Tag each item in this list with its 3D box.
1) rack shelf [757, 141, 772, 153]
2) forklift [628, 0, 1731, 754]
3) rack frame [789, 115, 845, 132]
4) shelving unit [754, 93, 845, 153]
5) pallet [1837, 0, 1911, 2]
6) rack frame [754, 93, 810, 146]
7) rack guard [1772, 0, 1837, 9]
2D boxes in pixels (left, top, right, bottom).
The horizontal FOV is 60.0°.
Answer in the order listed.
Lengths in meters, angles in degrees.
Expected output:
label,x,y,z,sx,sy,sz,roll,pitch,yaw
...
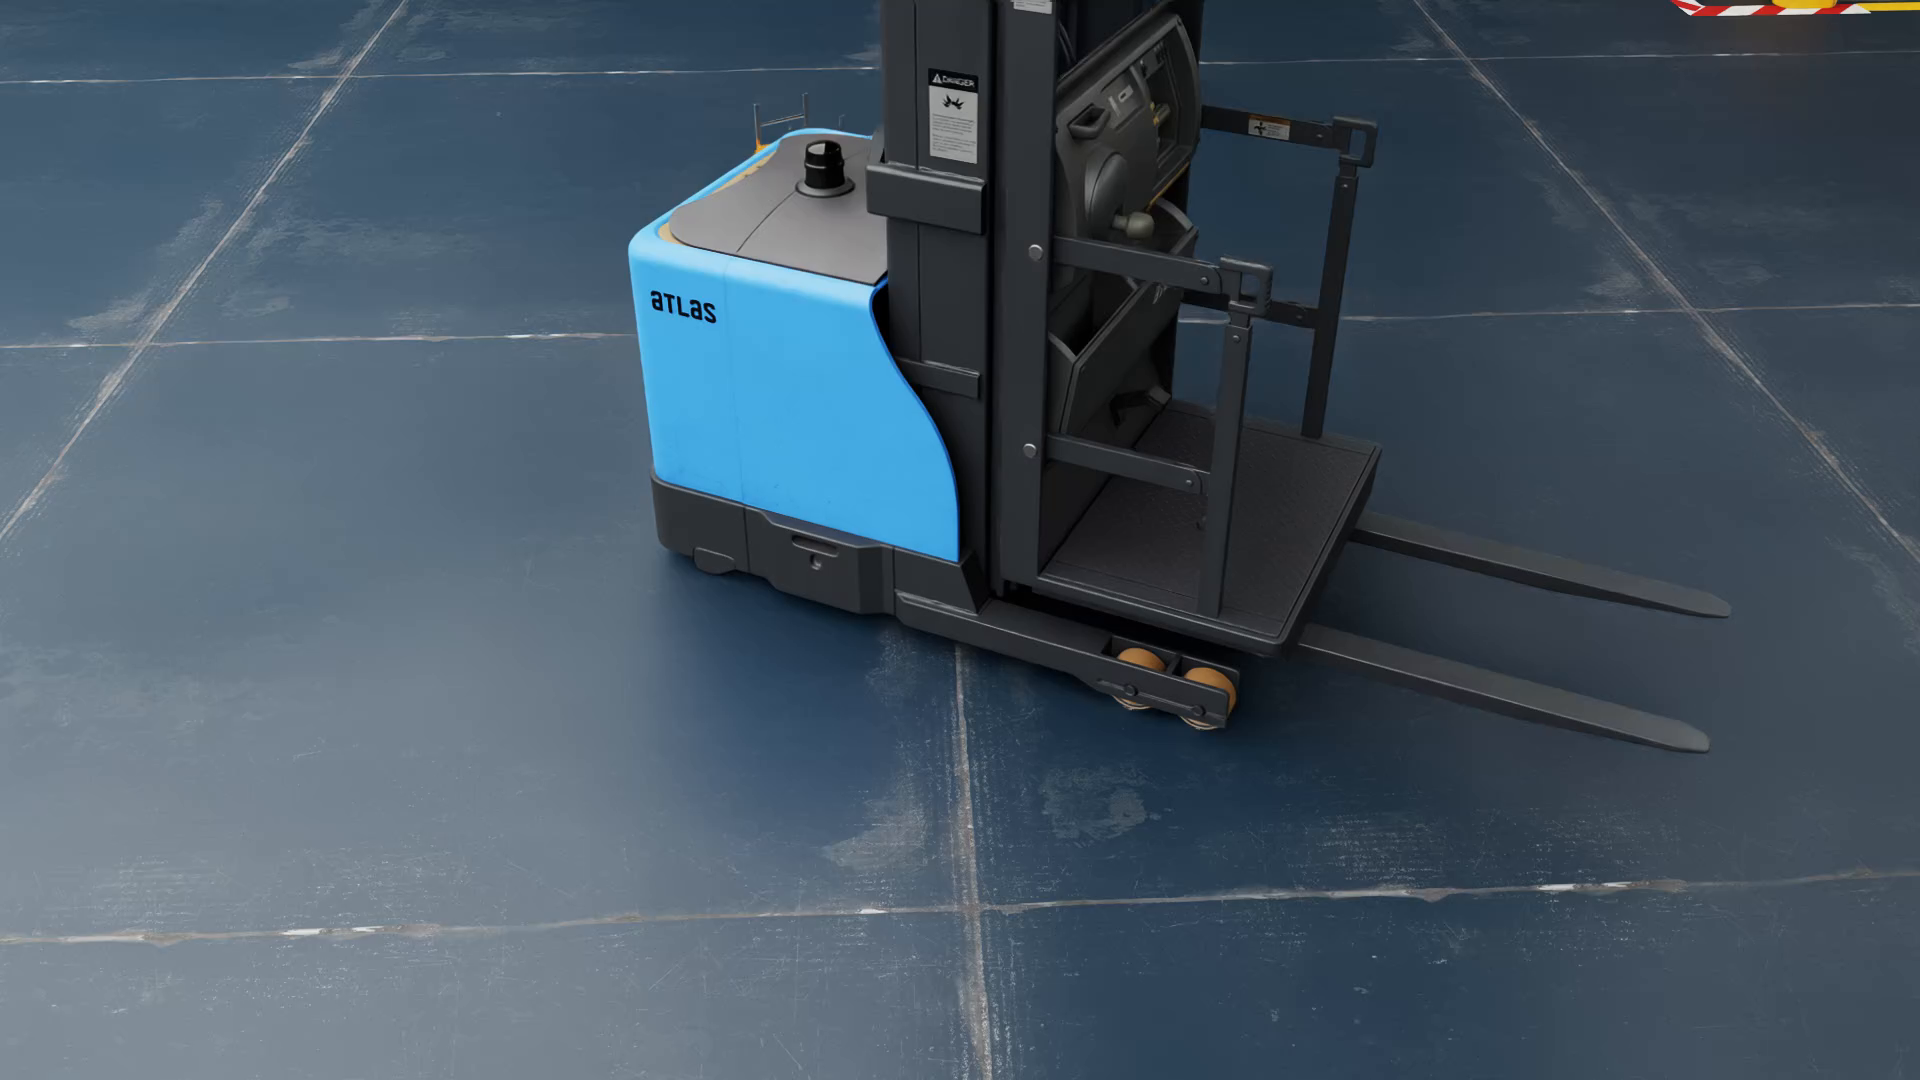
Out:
label,x,y,z,sx,sy,sz,roll,pitch,yaw
rack shelf,-0.527,-1.199,5.580,0.215,0.259,0.240,-20,40,-27
forklift,0.622,-1.038,4.175,3.031,2.935,1.130,15,37,21
rack frame,-0.460,-0.917,5.652,0.200,1.050,0.008,-20,40,-27
shelving unit,-0.527,-0.975,5.736,0.215,1.050,0.252,-20,40,-27
pallet,5.750,-3.582,10.240,1.213,0.211,1.003,-2,35,-2
rack frame,-0.594,-1.033,5.820,0.200,1.050,0.008,-20,40,-27
rack guard,4.964,-3.656,10.093,0.348,0.500,1.175,-2,35,-2
